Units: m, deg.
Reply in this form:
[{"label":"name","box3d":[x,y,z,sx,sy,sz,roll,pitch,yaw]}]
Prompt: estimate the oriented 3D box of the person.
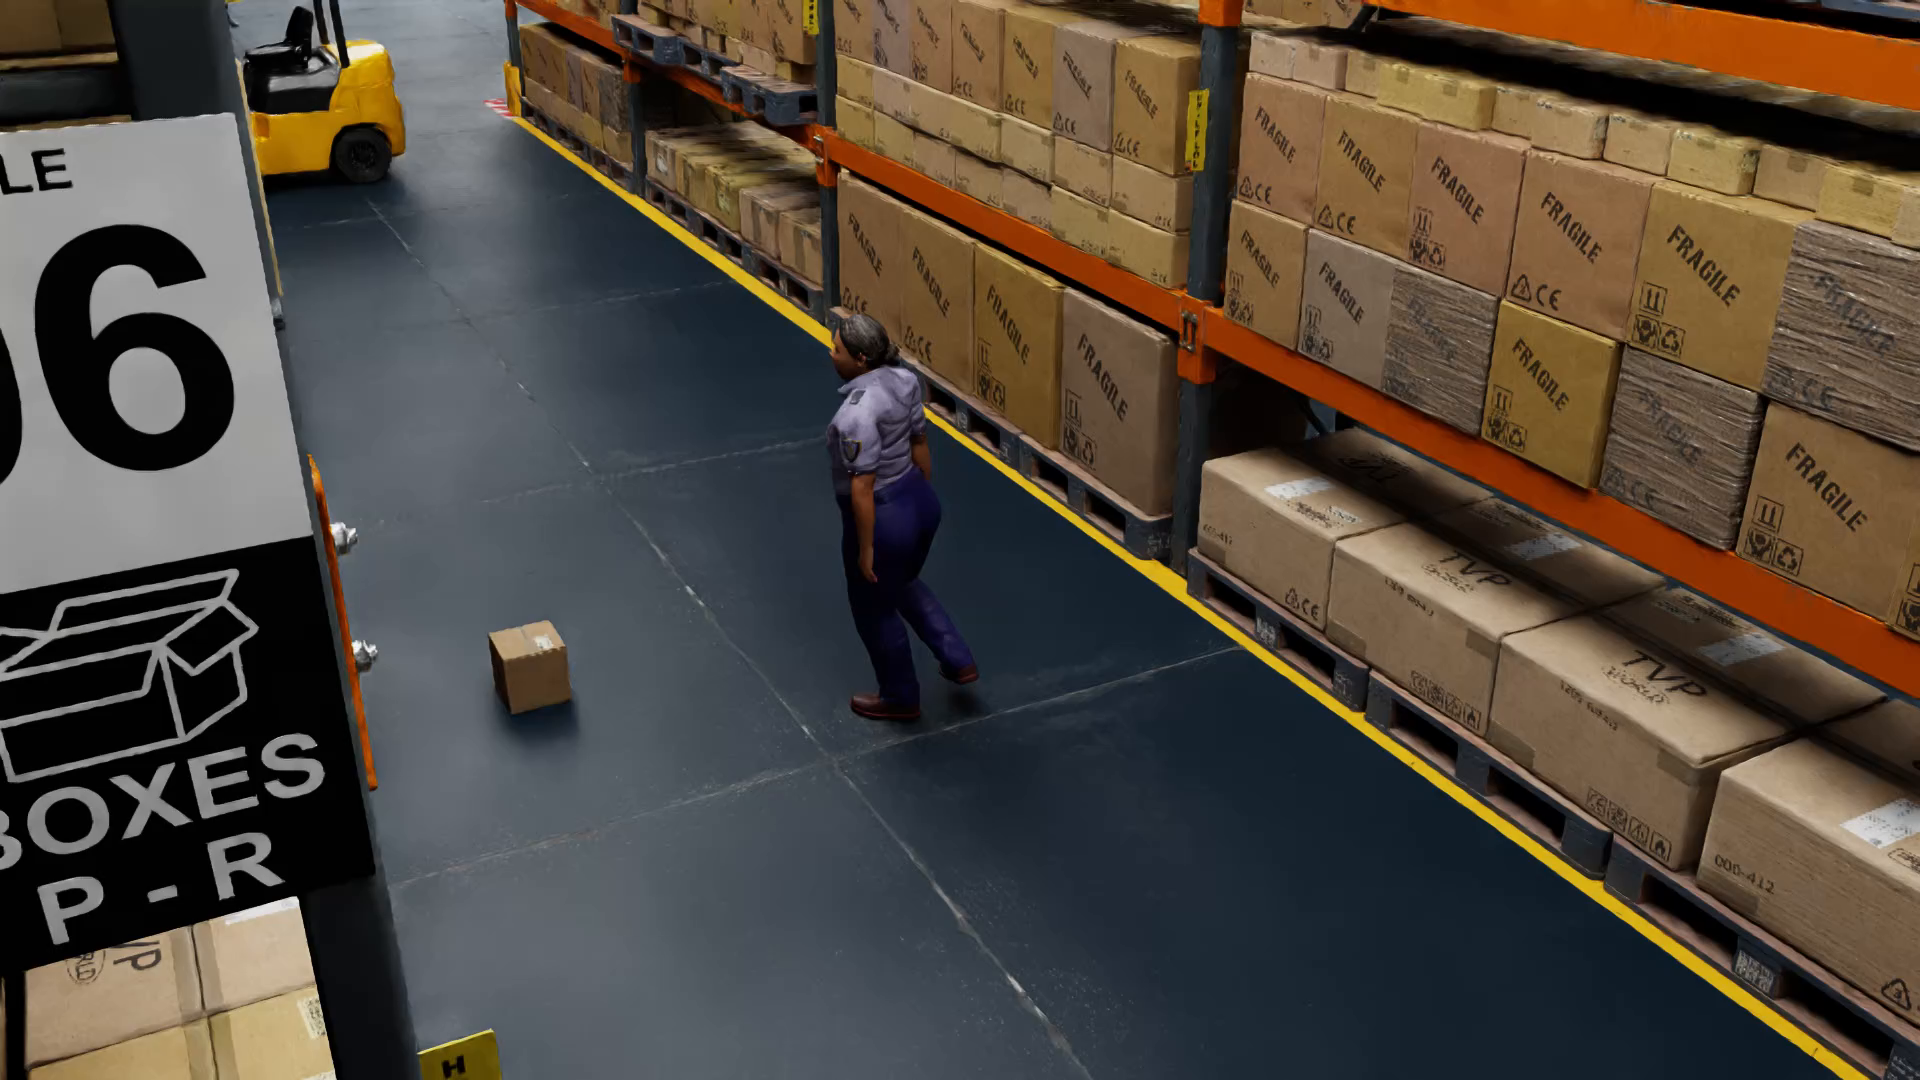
[{"label":"person","box3d":[-0.207,-0.060,6.253,0.530,1.640,0.556,12,28,24]}]
